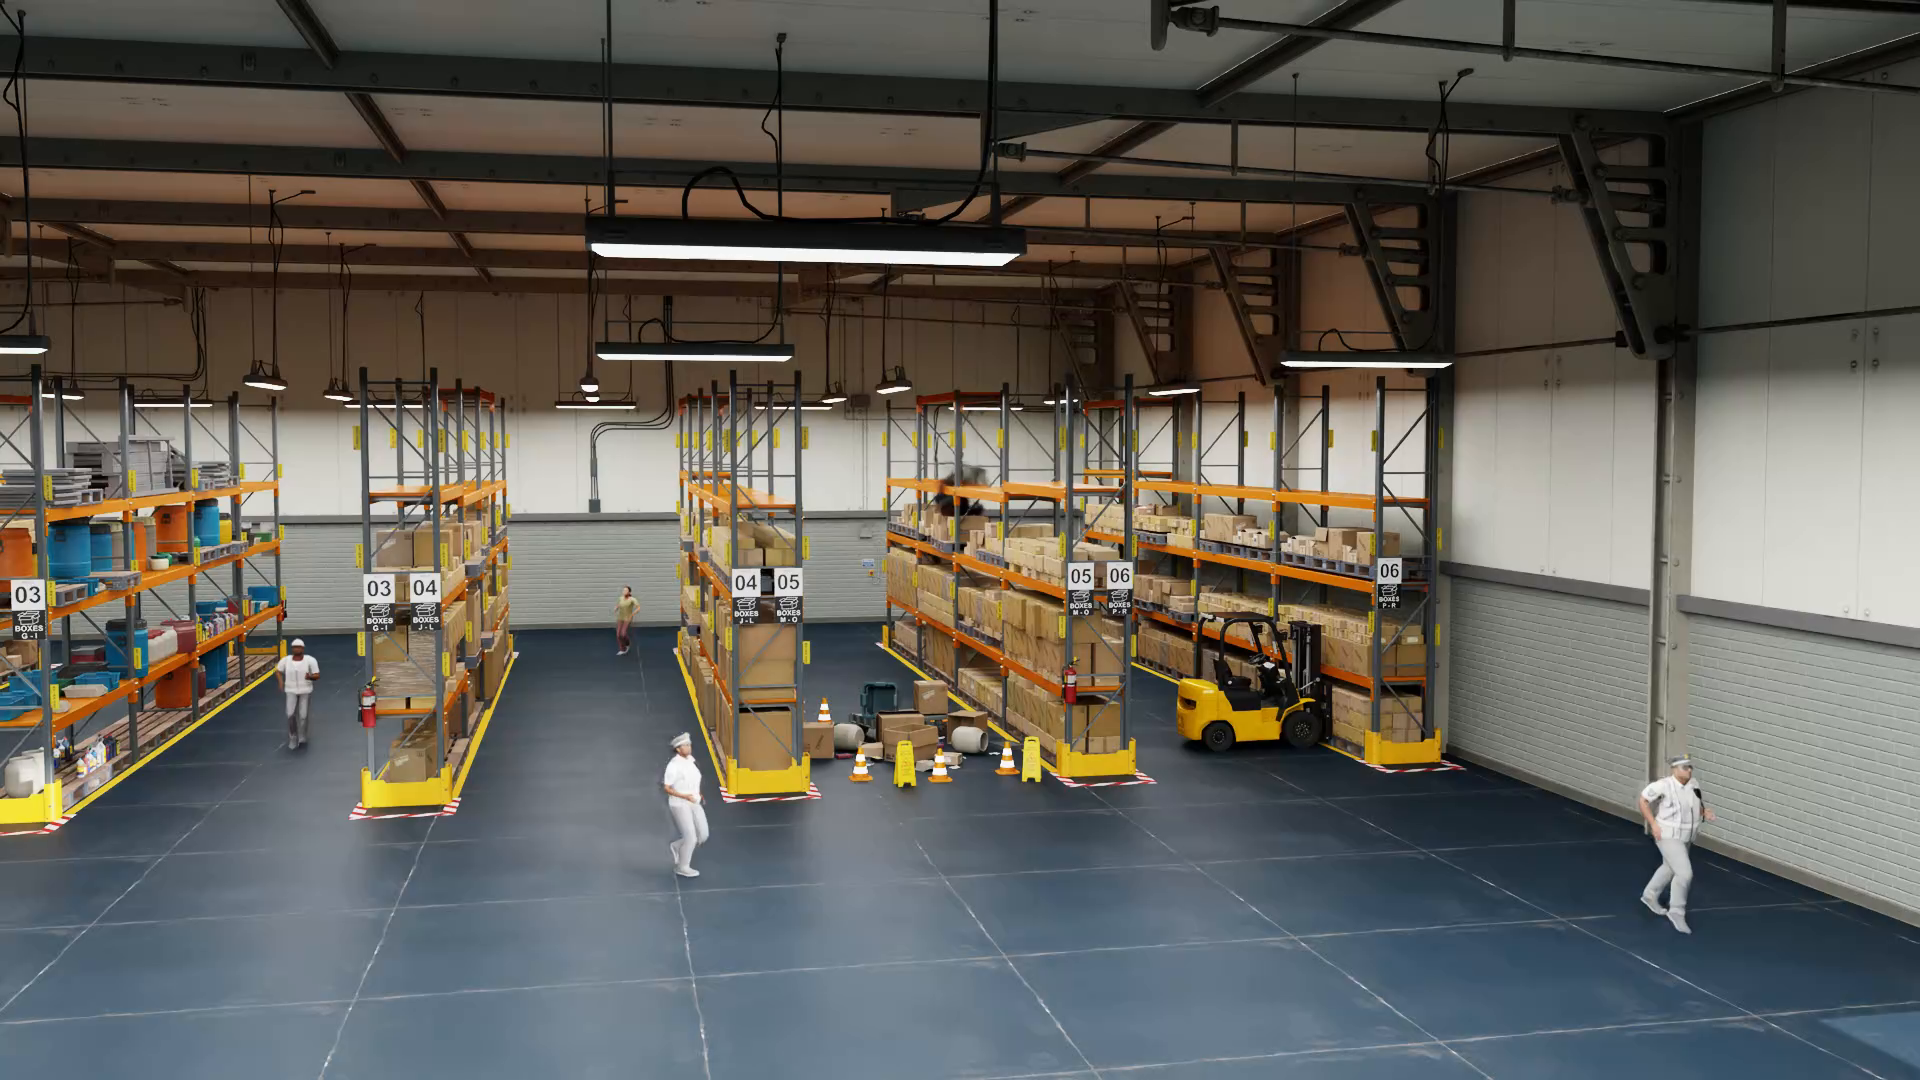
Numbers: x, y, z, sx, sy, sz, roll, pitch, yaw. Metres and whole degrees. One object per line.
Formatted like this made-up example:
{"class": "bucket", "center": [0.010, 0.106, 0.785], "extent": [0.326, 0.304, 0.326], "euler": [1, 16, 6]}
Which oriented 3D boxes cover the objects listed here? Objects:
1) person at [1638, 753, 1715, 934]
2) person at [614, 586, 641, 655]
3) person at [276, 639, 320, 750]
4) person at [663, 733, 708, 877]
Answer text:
{"class": "person", "center": [7.401, 3.096, 17.229], "extent": [0.633, 1.849, 0.810], "euler": [-2, 4, -30]}
{"class": "person", "center": [-7.817, 1.882, 38.861], "extent": [0.597, 1.620, 0.560], "euler": [1, 4, 20]}
{"class": "person", "center": [-10.793, 2.516, 27.105], "extent": [0.675, 1.805, 0.689], "euler": [-1, 4, -19]}
{"class": "person", "center": [-3.157, 3.035, 19.133], "extent": [0.578, 1.651, 0.572], "euler": [2, 4, 29]}
